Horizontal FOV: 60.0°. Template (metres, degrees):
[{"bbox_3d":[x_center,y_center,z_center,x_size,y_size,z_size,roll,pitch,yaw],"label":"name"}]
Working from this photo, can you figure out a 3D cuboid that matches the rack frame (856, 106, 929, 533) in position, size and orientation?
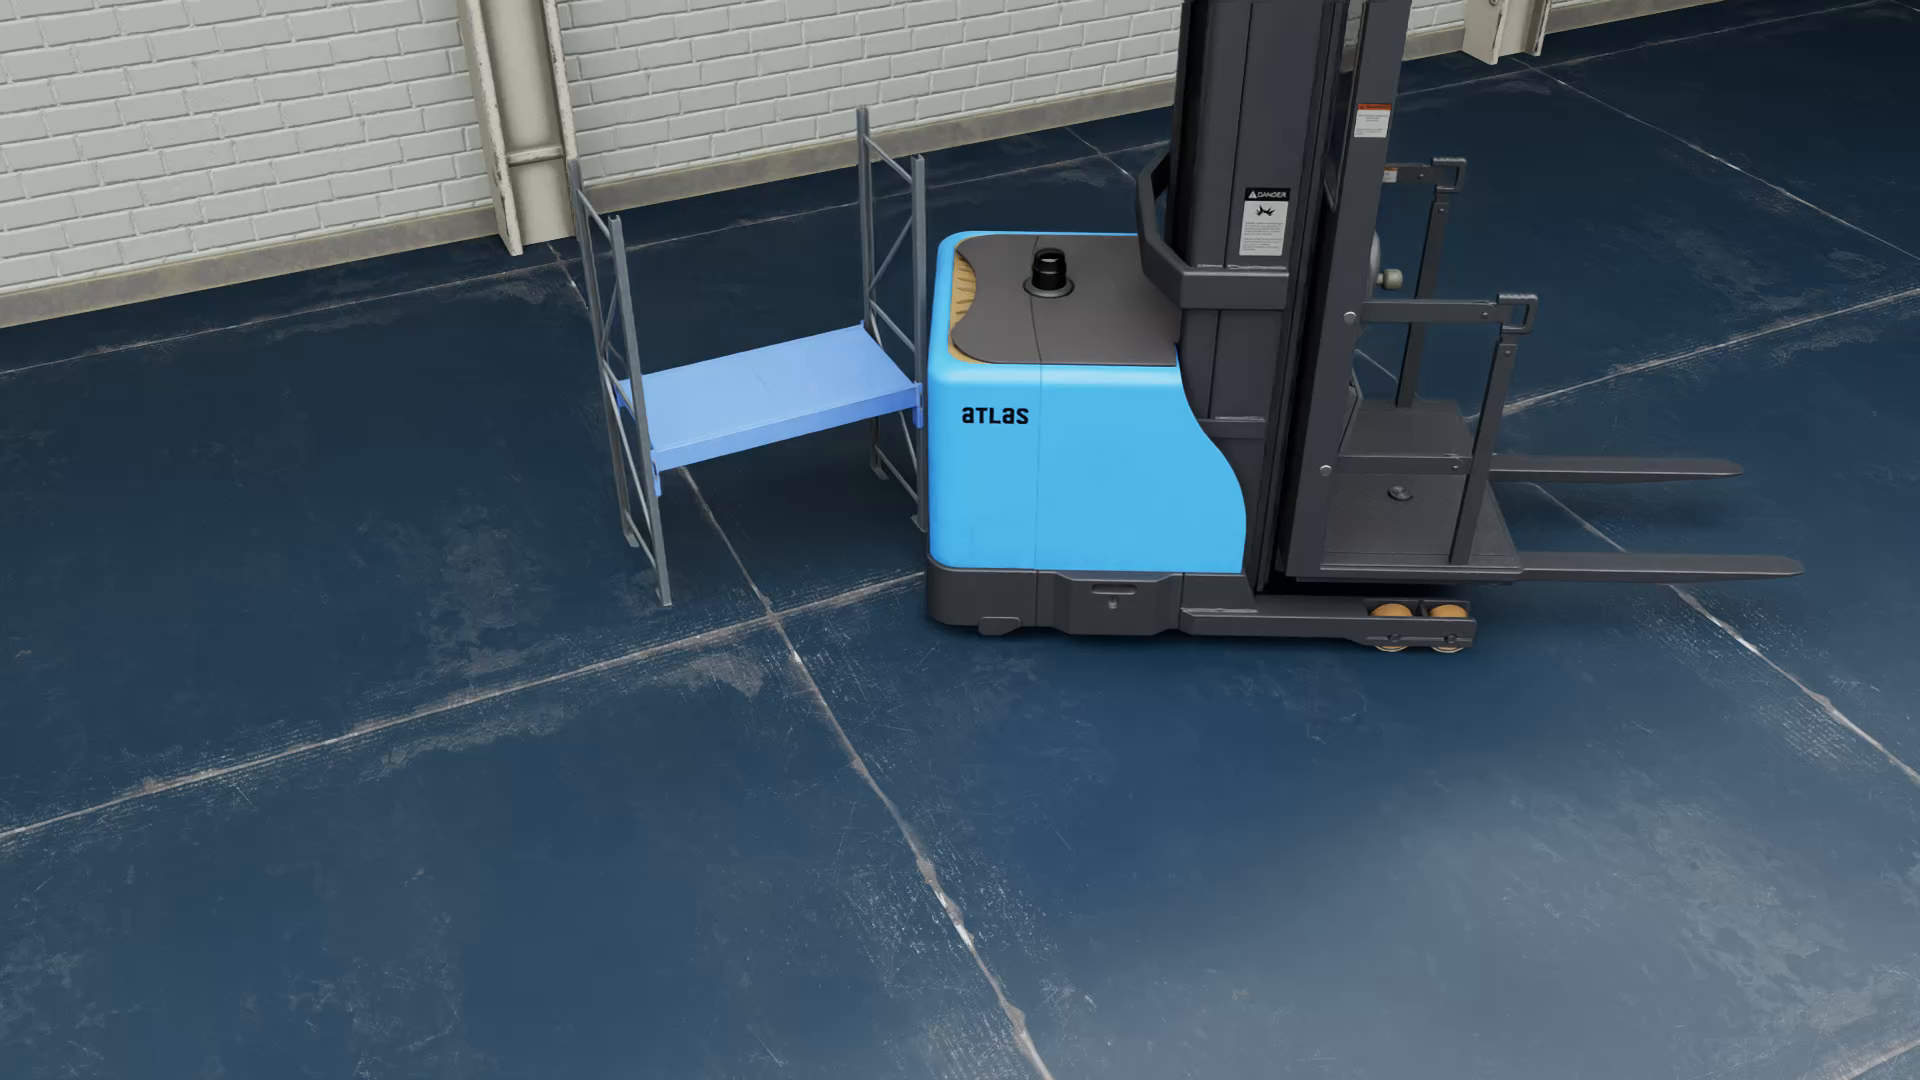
[{"bbox_3d":[-0.237,-0.765,6.023,0.032,1.500,0.500,-16,40,-21],"label":"rack frame"}]

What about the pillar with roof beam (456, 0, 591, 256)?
[{"bbox_3d":[-0.245,-2.813,2.488,0.400,9.000,9.100,-16,39,-20],"label":"pillar with roof beam"}]

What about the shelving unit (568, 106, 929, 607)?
[{"bbox_3d":[-0.694,-0.632,5.844,1.048,1.500,0.538,-16,40,-21],"label":"shelving unit"}]

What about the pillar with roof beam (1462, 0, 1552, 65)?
[{"bbox_3d":[5.186,-4.331,4.536,0.400,9.000,9.100,-16,39,-20],"label":"pillar with roof beam"}]

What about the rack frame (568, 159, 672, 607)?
[{"bbox_3d":[-1.151,-0.500,5.665,0.032,1.500,0.500,-16,40,-21],"label":"rack frame"}]

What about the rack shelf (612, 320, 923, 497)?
[{"bbox_3d":[-0.694,-0.488,5.951,1.000,0.185,0.538,-16,40,-21],"label":"rack shelf"}]

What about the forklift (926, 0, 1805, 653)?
[{"bbox_3d":[1.411,-1.113,5.290,3.031,2.935,1.130,1,37,1],"label":"forklift"}]
